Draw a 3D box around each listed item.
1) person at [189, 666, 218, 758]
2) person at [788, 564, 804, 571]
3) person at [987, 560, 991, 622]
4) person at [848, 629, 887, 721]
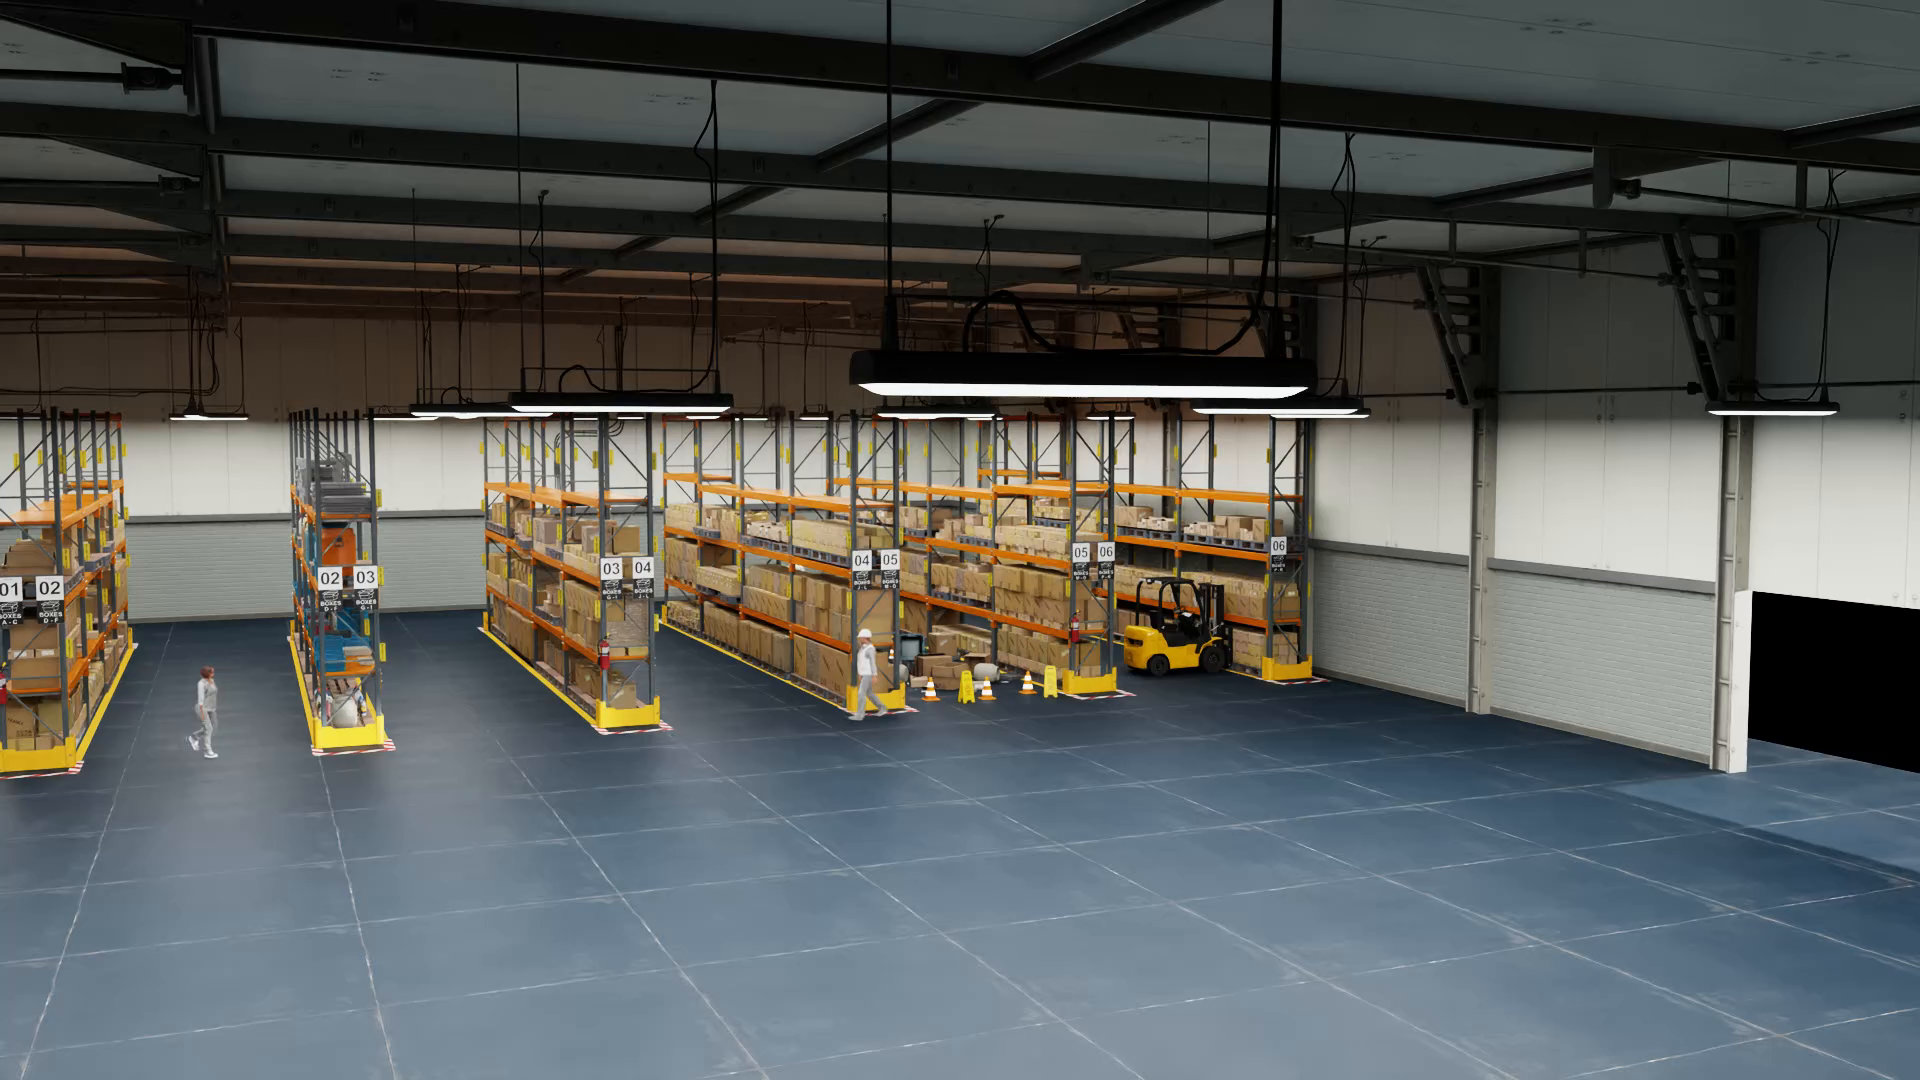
[{"bbox_3d":[-12.989,2.925,28.513,0.666,1.572,0.411,1,4,16],"label":"person"},{"bbox_3d":[-4.961,1.327,50.370,0.627,1.743,0.699,3,5,39],"label":"person"},{"bbox_3d":[0.958,1.473,47.979,0.539,1.779,0.638,2,4,22],"label":"person"},{"bbox_3d":[-1.787,2.600,32.205,0.843,1.755,0.590,-1,4,-16],"label":"person"}]
